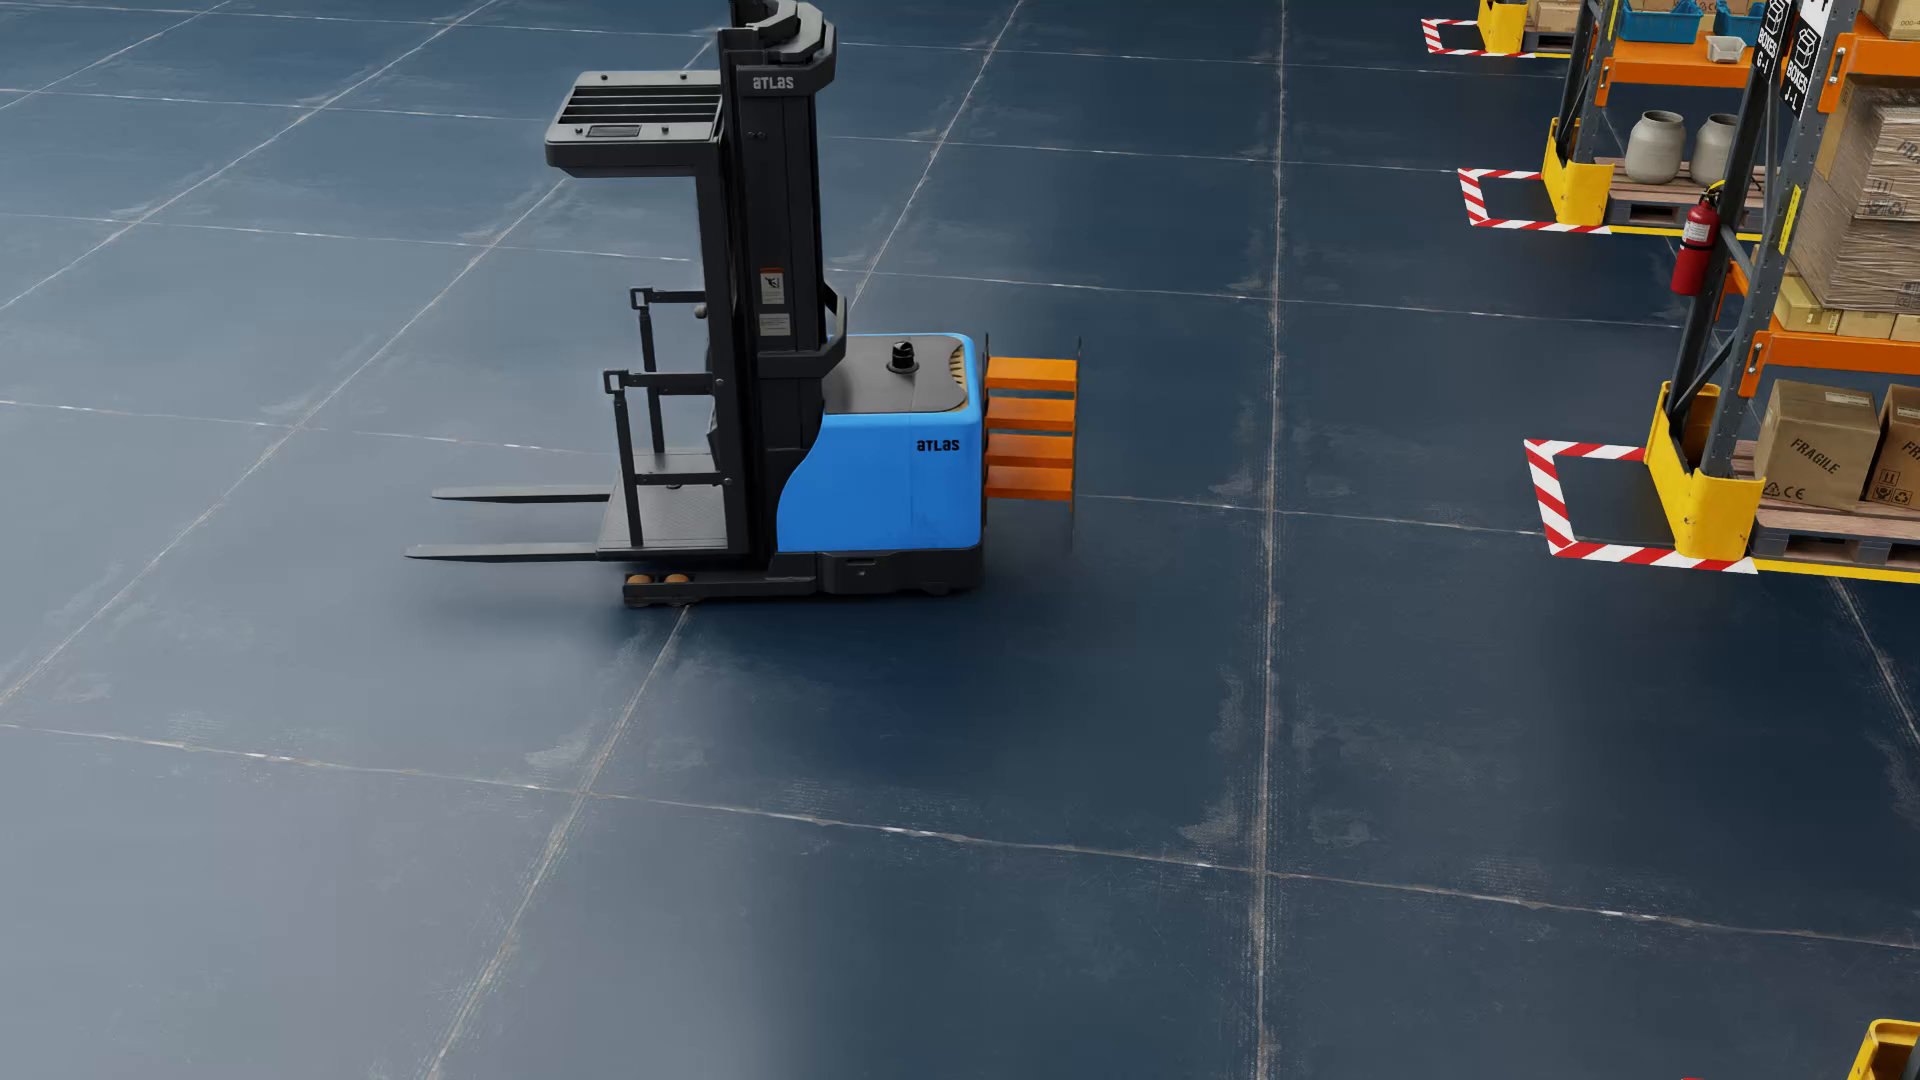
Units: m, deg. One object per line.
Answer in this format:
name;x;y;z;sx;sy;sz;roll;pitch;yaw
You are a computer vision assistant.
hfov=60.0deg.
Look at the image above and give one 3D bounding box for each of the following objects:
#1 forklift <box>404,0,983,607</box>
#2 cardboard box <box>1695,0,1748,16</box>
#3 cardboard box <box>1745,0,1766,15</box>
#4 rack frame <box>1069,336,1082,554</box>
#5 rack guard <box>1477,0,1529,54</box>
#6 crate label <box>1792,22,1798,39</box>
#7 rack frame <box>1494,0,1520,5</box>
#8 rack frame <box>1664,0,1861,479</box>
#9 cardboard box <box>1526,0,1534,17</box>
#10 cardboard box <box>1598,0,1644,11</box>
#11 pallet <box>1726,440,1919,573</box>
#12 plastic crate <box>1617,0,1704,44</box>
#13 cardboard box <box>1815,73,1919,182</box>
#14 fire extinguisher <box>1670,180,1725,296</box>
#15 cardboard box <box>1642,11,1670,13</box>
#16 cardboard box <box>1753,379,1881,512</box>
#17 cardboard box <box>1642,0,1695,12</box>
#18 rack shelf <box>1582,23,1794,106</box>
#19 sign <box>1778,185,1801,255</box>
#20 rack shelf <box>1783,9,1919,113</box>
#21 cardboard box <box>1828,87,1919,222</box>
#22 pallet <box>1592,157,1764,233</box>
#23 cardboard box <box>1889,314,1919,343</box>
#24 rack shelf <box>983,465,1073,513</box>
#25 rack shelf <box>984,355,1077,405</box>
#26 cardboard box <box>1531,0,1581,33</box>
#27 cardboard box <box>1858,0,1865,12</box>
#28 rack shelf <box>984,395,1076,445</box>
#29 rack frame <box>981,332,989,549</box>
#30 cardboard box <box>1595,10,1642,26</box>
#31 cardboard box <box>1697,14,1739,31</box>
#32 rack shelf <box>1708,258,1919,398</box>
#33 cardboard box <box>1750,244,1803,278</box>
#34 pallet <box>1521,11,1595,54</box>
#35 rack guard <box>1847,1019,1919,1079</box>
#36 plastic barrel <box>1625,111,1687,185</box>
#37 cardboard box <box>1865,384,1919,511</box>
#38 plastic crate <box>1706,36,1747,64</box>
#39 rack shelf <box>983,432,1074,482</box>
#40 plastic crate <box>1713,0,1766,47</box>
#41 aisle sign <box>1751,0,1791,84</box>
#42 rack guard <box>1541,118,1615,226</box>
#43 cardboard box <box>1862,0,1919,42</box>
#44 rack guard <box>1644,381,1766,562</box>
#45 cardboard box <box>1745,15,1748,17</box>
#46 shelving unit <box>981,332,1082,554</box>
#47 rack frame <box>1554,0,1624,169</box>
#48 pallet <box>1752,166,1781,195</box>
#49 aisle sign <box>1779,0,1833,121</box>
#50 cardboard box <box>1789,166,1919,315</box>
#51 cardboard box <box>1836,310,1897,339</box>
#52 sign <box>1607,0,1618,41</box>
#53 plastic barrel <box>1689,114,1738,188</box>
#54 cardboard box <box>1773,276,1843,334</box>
forklift;-1.410;-1.179;8.372;3.031;2.935;1.130;-1;32;-2
cardboard box;7.769;-5.687;16.998;0.500;0.500;0.500;5;32;8
cardboard box;8.264;-5.650;16.938;0.500;0.500;0.500;5;32;8
rack frame;0.619;-0.497;8.913;0.015;1.200;0.240;3;32;4
rack guard;5.776;-5.599;17.724;0.348;0.500;1.175;5;32;8
crate label;6.822;-4.058;12.873;0.616;0.435;0.502;5;32;8
rack frame;5.800;-6.656;17.057;0.127;3.000;1.000;5;32;8
rack frame;4.129;-1.476;8.780;0.127;3.000;1.000;5;32;8
cardboard box;6.378;-5.775;17.845;0.500;0.250;0.500;5;32;8
cardboard box;6.784;-5.779;17.144;0.500;0.500;0.500;5;32;8
pallet;4.999;-0.196;9.364;1.213;0.211;1.003;5;32;8
plastic crate;5.506;-4.115;13.137;0.616;0.251;0.499;5;32;8
cardboard box;4.713;-2.148;8.537;0.500;0.500;0.500;5;32;8
fire extinguisher;4.094;-1.694;9.202;0.183;0.674;0.296;5;32;8
cardboard box;7.277;-5.417;17.273;0.500;0.250;0.500;5;32;8
cardboard box;4.742;-0.529;9.229;0.500;0.500;0.500;11;34;17
cardboard box;7.279;-5.741;17.083;0.500;0.500;0.500;5;32;8
rack shelf;6.934;-3.582;12.824;4.000;0.370;1.077;5;32;8
sign;4.038;-1.559;8.097;0.005;0.325;0.100;5;32;8
rack shelf;6.101;-2.264;7.890;4.000;0.370;1.077;5;32;8
cardboard box;4.626;-1.876;8.103;0.500;0.500;0.500;5;32;8
pallet;5.845;-2.826;13.567;1.213;0.211;1.003;5;32;8
cardboard box;4.857;-1.156;8.507;0.250;0.149;0.380;5;32;8
rack shelf;0.375;-0.283;9.073;0.480;0.148;0.258;3;32;4
rack shelf;0.375;-0.842;8.723;0.480;0.148;0.258;3;32;4
cardboard box;6.291;-5.505;17.413;0.500;0.250;0.500;5;32;8
cardboard box;4.647;-2.773;8.168;0.500;0.250;0.500;6;33;9
rack shelf;0.375;-0.641;8.849;0.480;0.148;0.258;3;32;4
rack frame;0.132;-0.520;8.950;0.015;1.200;0.240;3;32;4
cardboard box;6.784;-5.462;17.344;0.500;0.250;0.500;5;32;8
cardboard box;7.769;-5.370;17.197;0.500;0.250;0.500;5;32;8
rack shelf;6.101;-0.992;8.686;4.000;0.370;1.077;5;32;8
cardboard box;4.445;-1.452;8.979;0.250;0.149;0.380;5;32;8
pallet;6.561;-5.428;17.723;1.213;0.211;1.003;5;32;8
rack guard;3.172;2.167;5.317;0.348;0.500;1.175;5;32;8
plastic barrel;5.624;-3.171;13.437;0.421;0.512;0.421;0;32;0
cardboard box;5.337;-0.494;9.172;0.500;0.500;0.500;14;35;21
plastic crate;5.791;-3.706;12.592;0.250;0.136;0.298;5;32;8
rack shelf;0.375;-0.452;8.967;0.480;0.148;0.258;3;32;4
plastic crate;6.146;-4.054;13.039;0.408;0.251;0.499;5;32;8
aisle sign;4.119;-2.740;8.350;0.004;0.787;0.394;5;32;8
rack guard;5.045;-3.024;13.610;0.348;0.500;1.175;5;32;8
cardboard box;4.561;-2.505;7.739;0.500;0.250;0.500;6;33;10
rack guard;4.204;-0.409;9.433;0.348;0.500;1.175;5;32;8
cardboard box;8.262;-5.325;17.127;0.500;0.250;0.500;5;32;8
shelving unit;0.375;-0.509;8.932;0.503;1.200;0.258;3;32;4
rack frame;4.963;-4.066;12.919;0.127;3.000;1.000;5;32;8
pallet;7.044;-2.716;13.391;1.213;0.211;1.003;5;32;8
aisle sign;4.018;-2.426;7.849;0.004;0.787;0.394;5;32;8
cardboard box;4.667;-1.581;8.573;0.500;0.500;0.875;5;32;8
cardboard box;4.613;-1.187;8.555;0.250;0.149;0.380;5;32;8
sign;4.866;-3.896;12.386;0.005;0.325;0.100;5;32;8
plastic barrel;6.118;-3.126;13.366;0.421;0.512;0.421;0;32;0
cardboard box;4.370;-1.219;8.607;0.250;0.149;0.380;5;32;8
